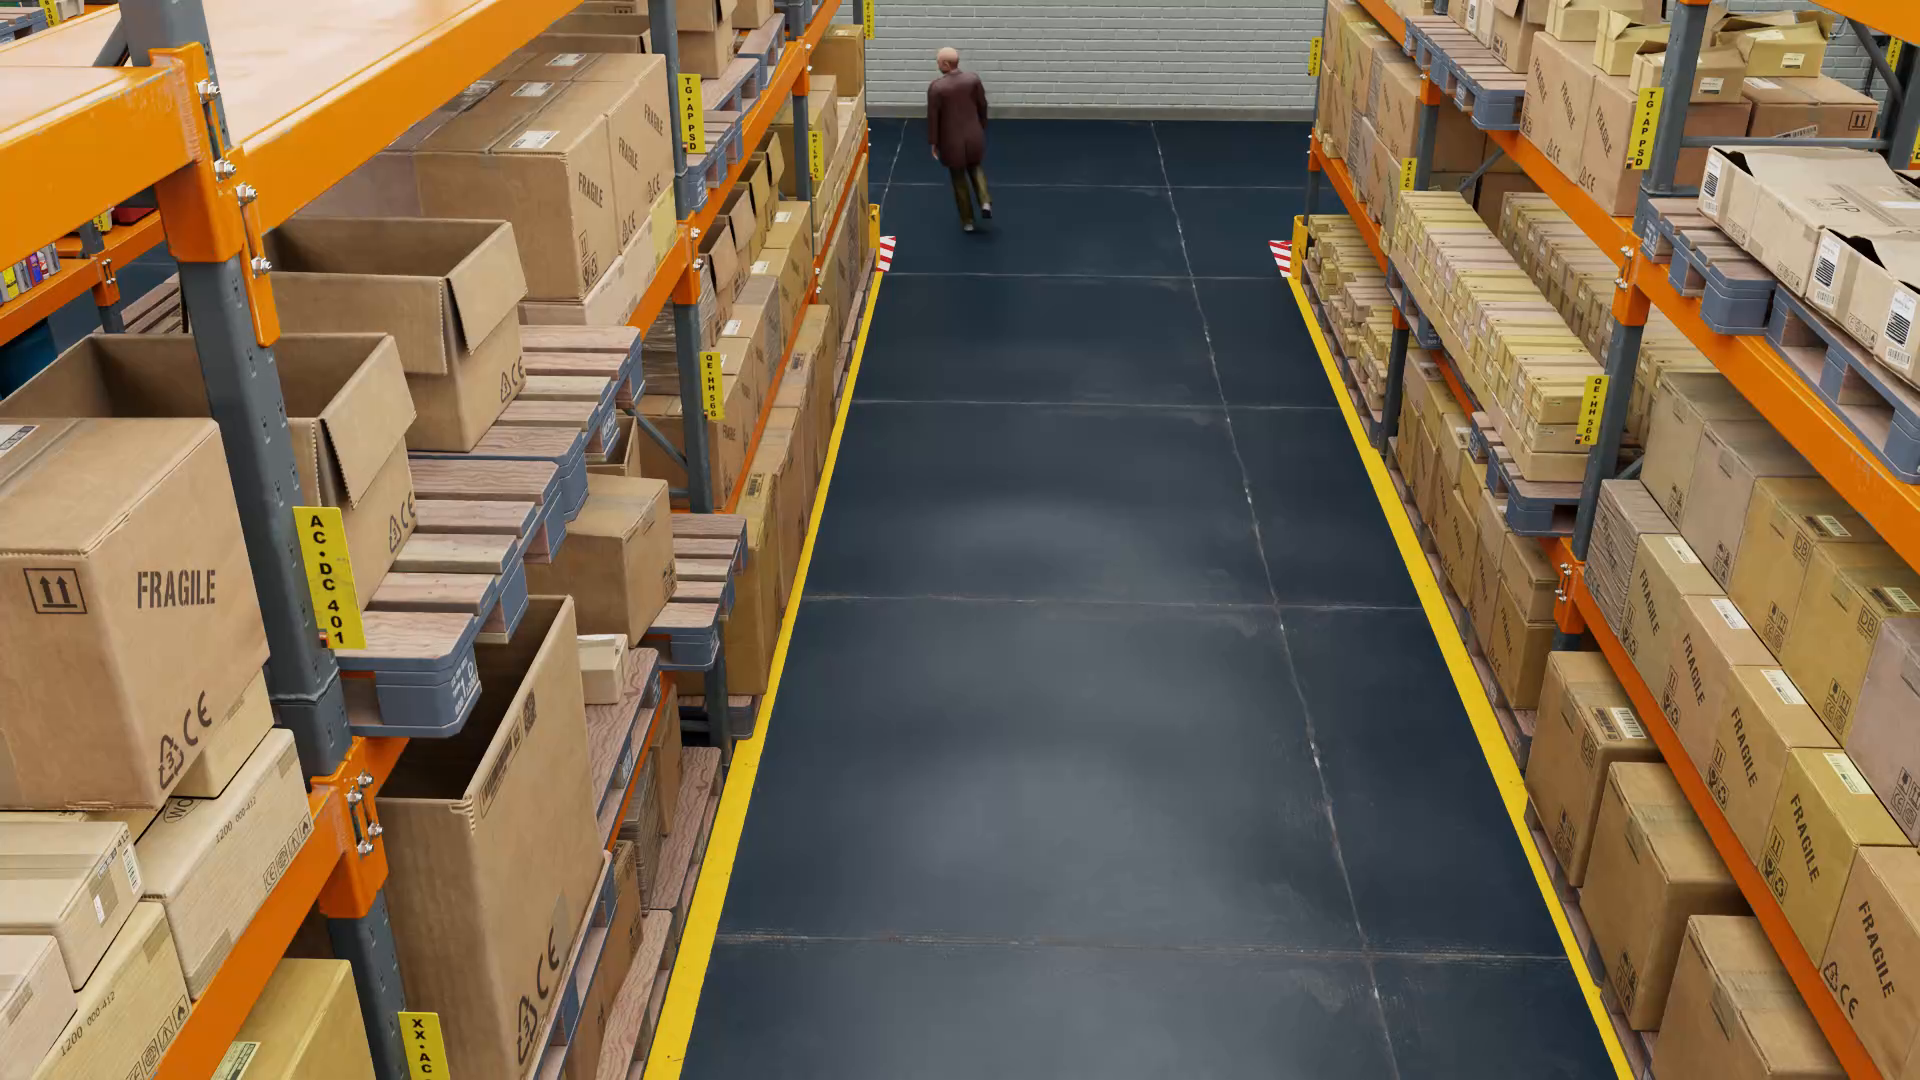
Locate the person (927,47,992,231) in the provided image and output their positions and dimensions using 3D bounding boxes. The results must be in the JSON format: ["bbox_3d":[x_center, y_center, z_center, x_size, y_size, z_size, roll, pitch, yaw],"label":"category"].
[{"bbox_3d":[-0.012,-3.842,15.951,0.663,1.771,0.507,-7,29,-14],"label":"person"}]
